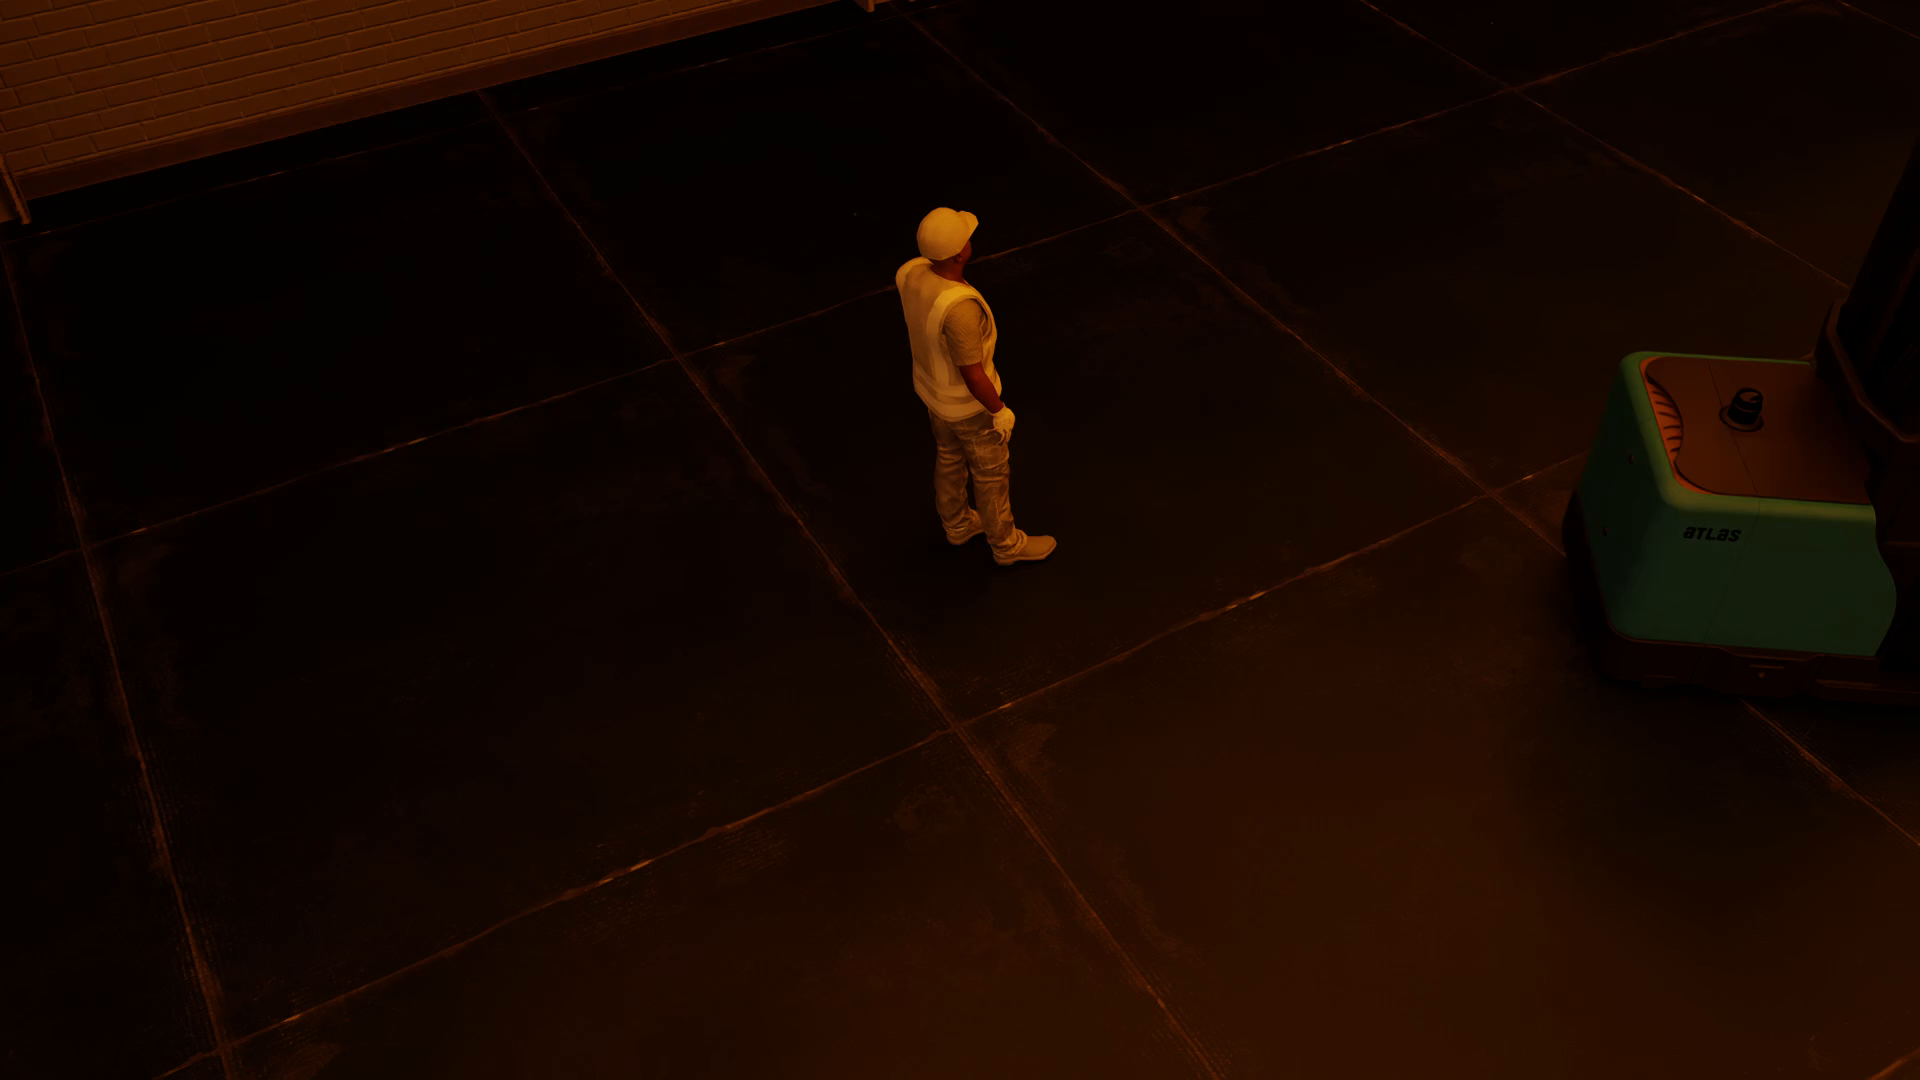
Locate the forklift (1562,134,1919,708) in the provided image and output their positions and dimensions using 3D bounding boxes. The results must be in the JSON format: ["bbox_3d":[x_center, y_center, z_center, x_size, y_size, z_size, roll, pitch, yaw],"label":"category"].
[{"bbox_3d":[4.284,-0.676,6.427,3.031,2.935,1.130,4,43,4],"label":"forklift"}]

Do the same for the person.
[{"bbox_3d":[0.067,-0.679,7.264,0.575,1.784,0.656,-21,47,-21],"label":"person"}]
